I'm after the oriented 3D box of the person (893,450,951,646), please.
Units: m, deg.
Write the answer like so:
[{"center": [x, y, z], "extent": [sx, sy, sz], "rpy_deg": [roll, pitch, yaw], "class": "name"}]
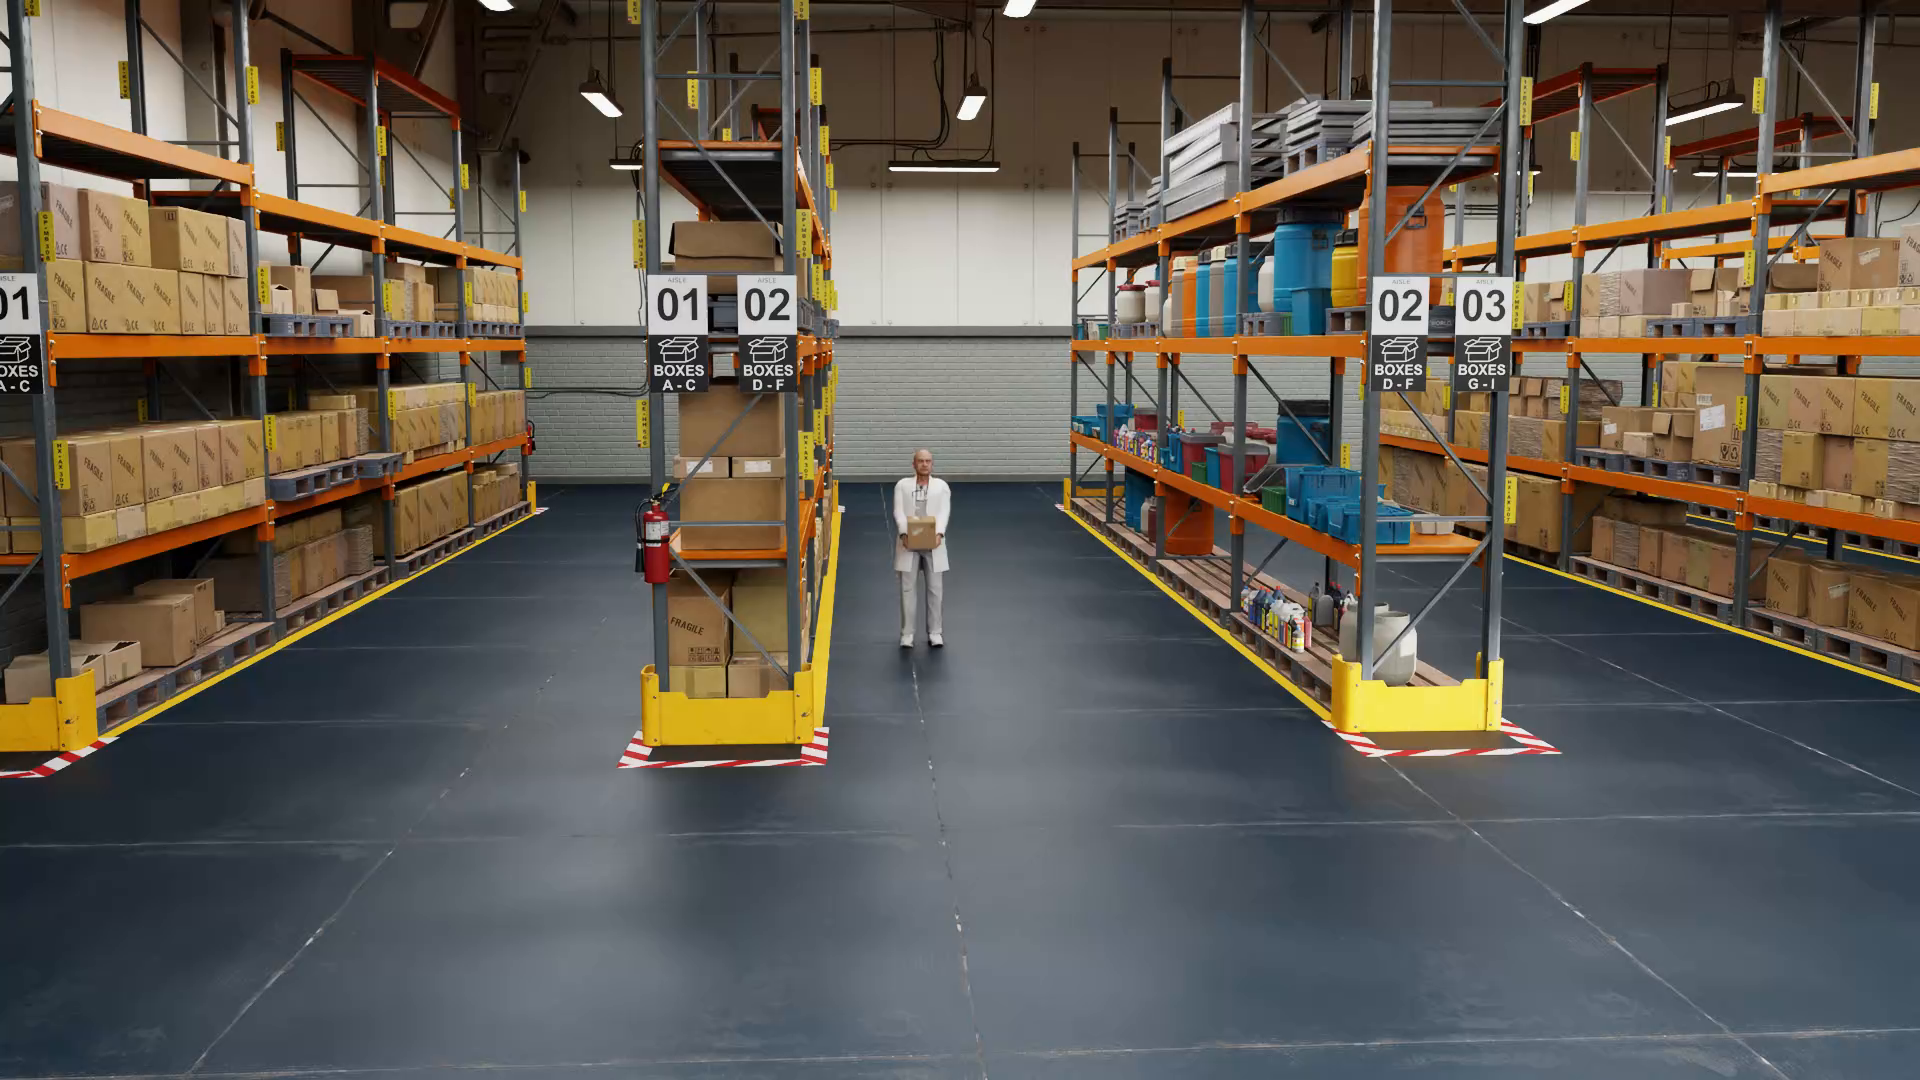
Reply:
[{"center": [-0.344, 0.079, 15.123], "extent": [0.529, 1.775, 0.554], "rpy_deg": [0, 7, -3], "class": "person"}]
